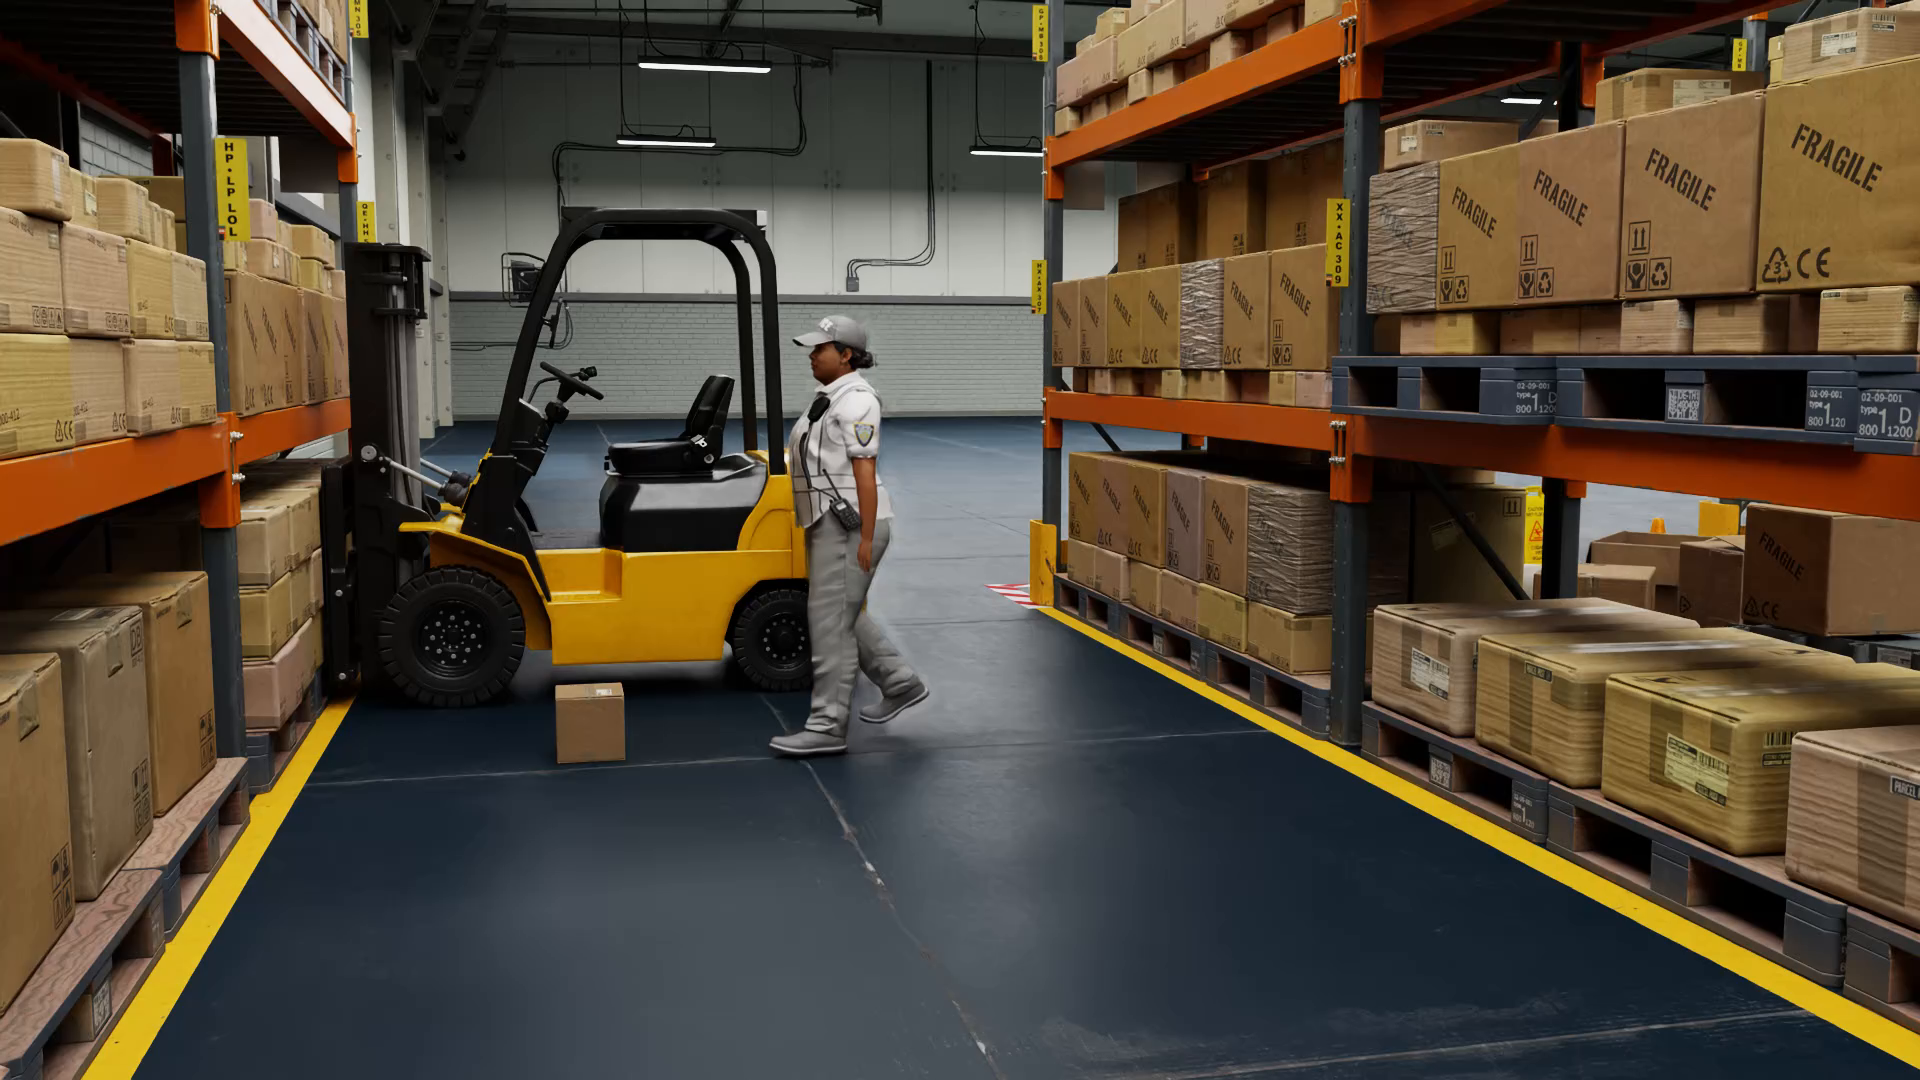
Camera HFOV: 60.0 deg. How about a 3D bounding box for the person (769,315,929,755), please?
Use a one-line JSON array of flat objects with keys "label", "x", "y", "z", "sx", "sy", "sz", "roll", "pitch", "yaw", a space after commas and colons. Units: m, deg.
[{"label": "person", "x": -0.423, "y": -0.034, "z": 6.418, "sx": 0.700, "sy": 1.655, "sz": 0.484, "roll": -2, "pitch": 7, "yaw": -17}]
